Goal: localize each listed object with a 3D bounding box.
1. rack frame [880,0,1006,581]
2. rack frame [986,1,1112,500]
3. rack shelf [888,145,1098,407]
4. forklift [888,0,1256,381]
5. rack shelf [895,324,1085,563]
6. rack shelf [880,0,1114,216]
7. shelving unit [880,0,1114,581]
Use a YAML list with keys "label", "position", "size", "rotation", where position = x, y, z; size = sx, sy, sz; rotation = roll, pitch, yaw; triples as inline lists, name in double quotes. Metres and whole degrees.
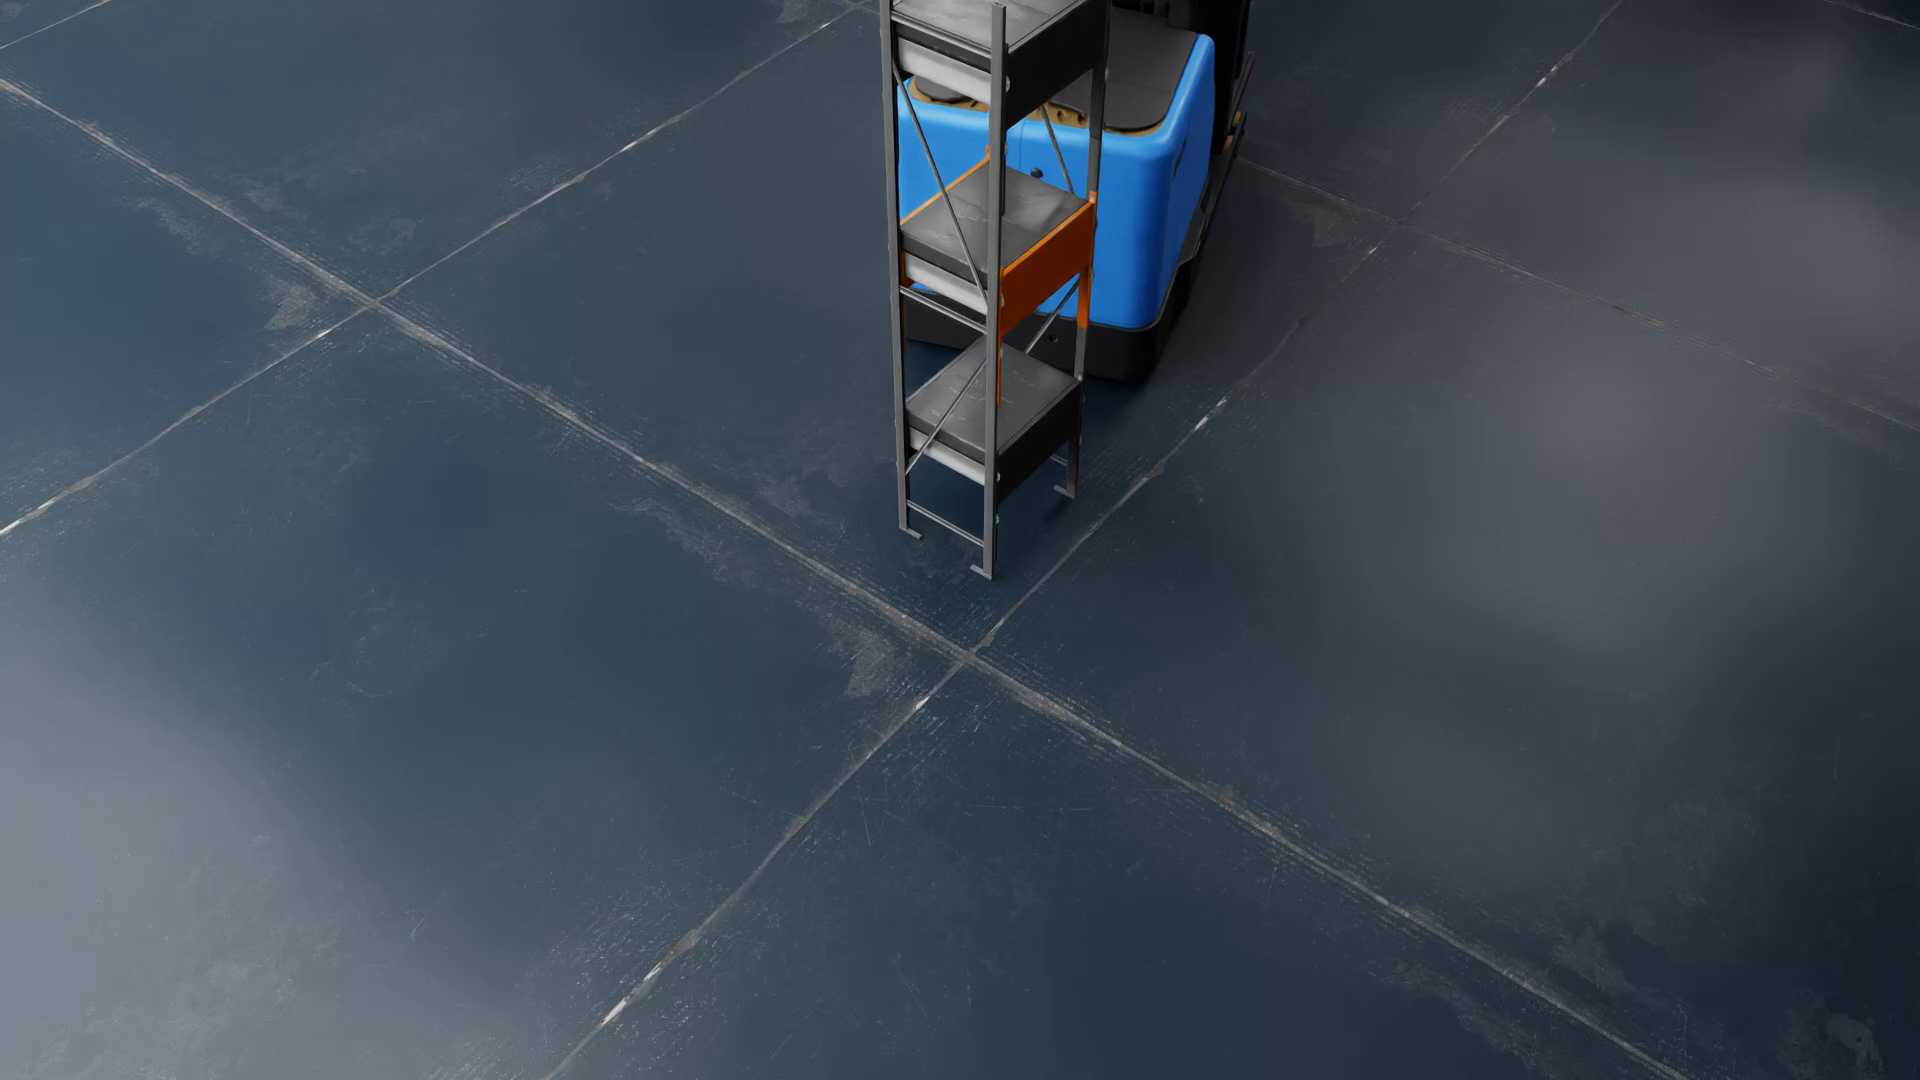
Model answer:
- label: "rack frame"
  position: [-0.048, -0.680, 4.948]
  size: [0.400, 2.100, 0.015]
  rotation: [29, 53, 25]
- label: "rack frame"
  position: [0.250, -0.960, 5.215]
  size: [0.400, 2.100, 0.015]
  rotation: [29, 53, 25]
- label: "rack shelf"
  position: [0.101, -0.811, 5.091]
  size: [0.431, 0.518, 0.480]
  rotation: [29, 53, 25]
- label: "forklift"
  position: [0.643, -2.695, 6.297]
  size: [1.130, 2.935, 3.031]
  rotation: [12, 48, 12]
- label: "rack shelf"
  position: [0.101, -0.327, 5.597]
  size: [0.431, 0.518, 0.480]
  rotation: [29, 53, 25]
- label: "rack shelf"
  position: [0.101, -1.294, 4.585]
  size: [0.431, 0.518, 0.480]
  rotation: [29, 53, 25]
- label: "shelving unit"
  position: [0.101, -0.820, 5.081]
  size: [0.431, 2.100, 0.503]
  rotation: [29, 53, 25]
